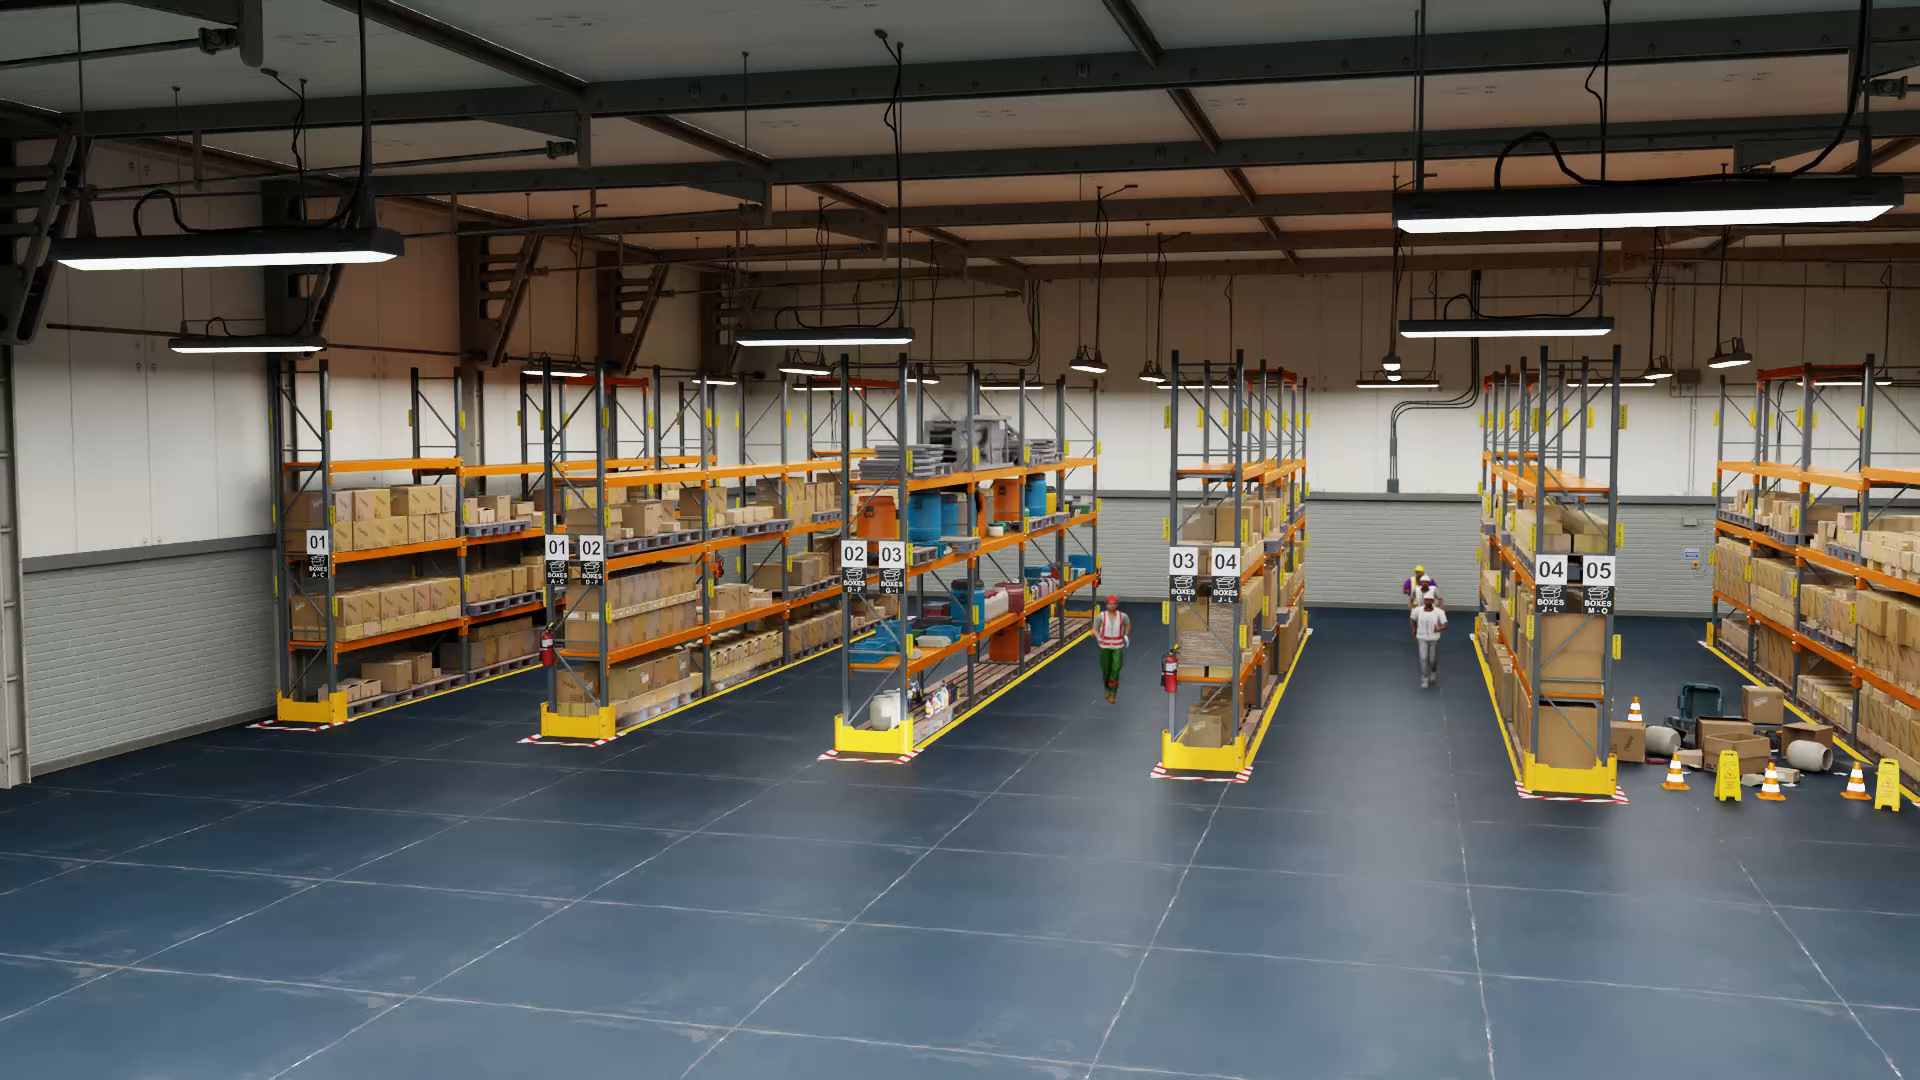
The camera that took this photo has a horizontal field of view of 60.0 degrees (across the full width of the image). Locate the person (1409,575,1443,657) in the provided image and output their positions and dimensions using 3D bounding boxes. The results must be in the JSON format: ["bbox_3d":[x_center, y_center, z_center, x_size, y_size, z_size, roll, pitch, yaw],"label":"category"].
[{"bbox_3d":[9.922,1.610,35.423,0.694,1.760,0.884,1,4,14],"label":"person"}]

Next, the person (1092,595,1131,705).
[{"bbox_3d":[2.533,1.814,27.843,0.653,1.780,0.879,0,4,4],"label":"person"}]

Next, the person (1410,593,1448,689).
[{"bbox_3d":[8.813,1.868,31.313,0.701,1.767,0.827,1,4,20],"label":"person"}]

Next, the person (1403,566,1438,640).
[{"bbox_3d":[10.302,1.458,37.299,0.720,1.793,0.826,2,5,26],"label":"person"}]
